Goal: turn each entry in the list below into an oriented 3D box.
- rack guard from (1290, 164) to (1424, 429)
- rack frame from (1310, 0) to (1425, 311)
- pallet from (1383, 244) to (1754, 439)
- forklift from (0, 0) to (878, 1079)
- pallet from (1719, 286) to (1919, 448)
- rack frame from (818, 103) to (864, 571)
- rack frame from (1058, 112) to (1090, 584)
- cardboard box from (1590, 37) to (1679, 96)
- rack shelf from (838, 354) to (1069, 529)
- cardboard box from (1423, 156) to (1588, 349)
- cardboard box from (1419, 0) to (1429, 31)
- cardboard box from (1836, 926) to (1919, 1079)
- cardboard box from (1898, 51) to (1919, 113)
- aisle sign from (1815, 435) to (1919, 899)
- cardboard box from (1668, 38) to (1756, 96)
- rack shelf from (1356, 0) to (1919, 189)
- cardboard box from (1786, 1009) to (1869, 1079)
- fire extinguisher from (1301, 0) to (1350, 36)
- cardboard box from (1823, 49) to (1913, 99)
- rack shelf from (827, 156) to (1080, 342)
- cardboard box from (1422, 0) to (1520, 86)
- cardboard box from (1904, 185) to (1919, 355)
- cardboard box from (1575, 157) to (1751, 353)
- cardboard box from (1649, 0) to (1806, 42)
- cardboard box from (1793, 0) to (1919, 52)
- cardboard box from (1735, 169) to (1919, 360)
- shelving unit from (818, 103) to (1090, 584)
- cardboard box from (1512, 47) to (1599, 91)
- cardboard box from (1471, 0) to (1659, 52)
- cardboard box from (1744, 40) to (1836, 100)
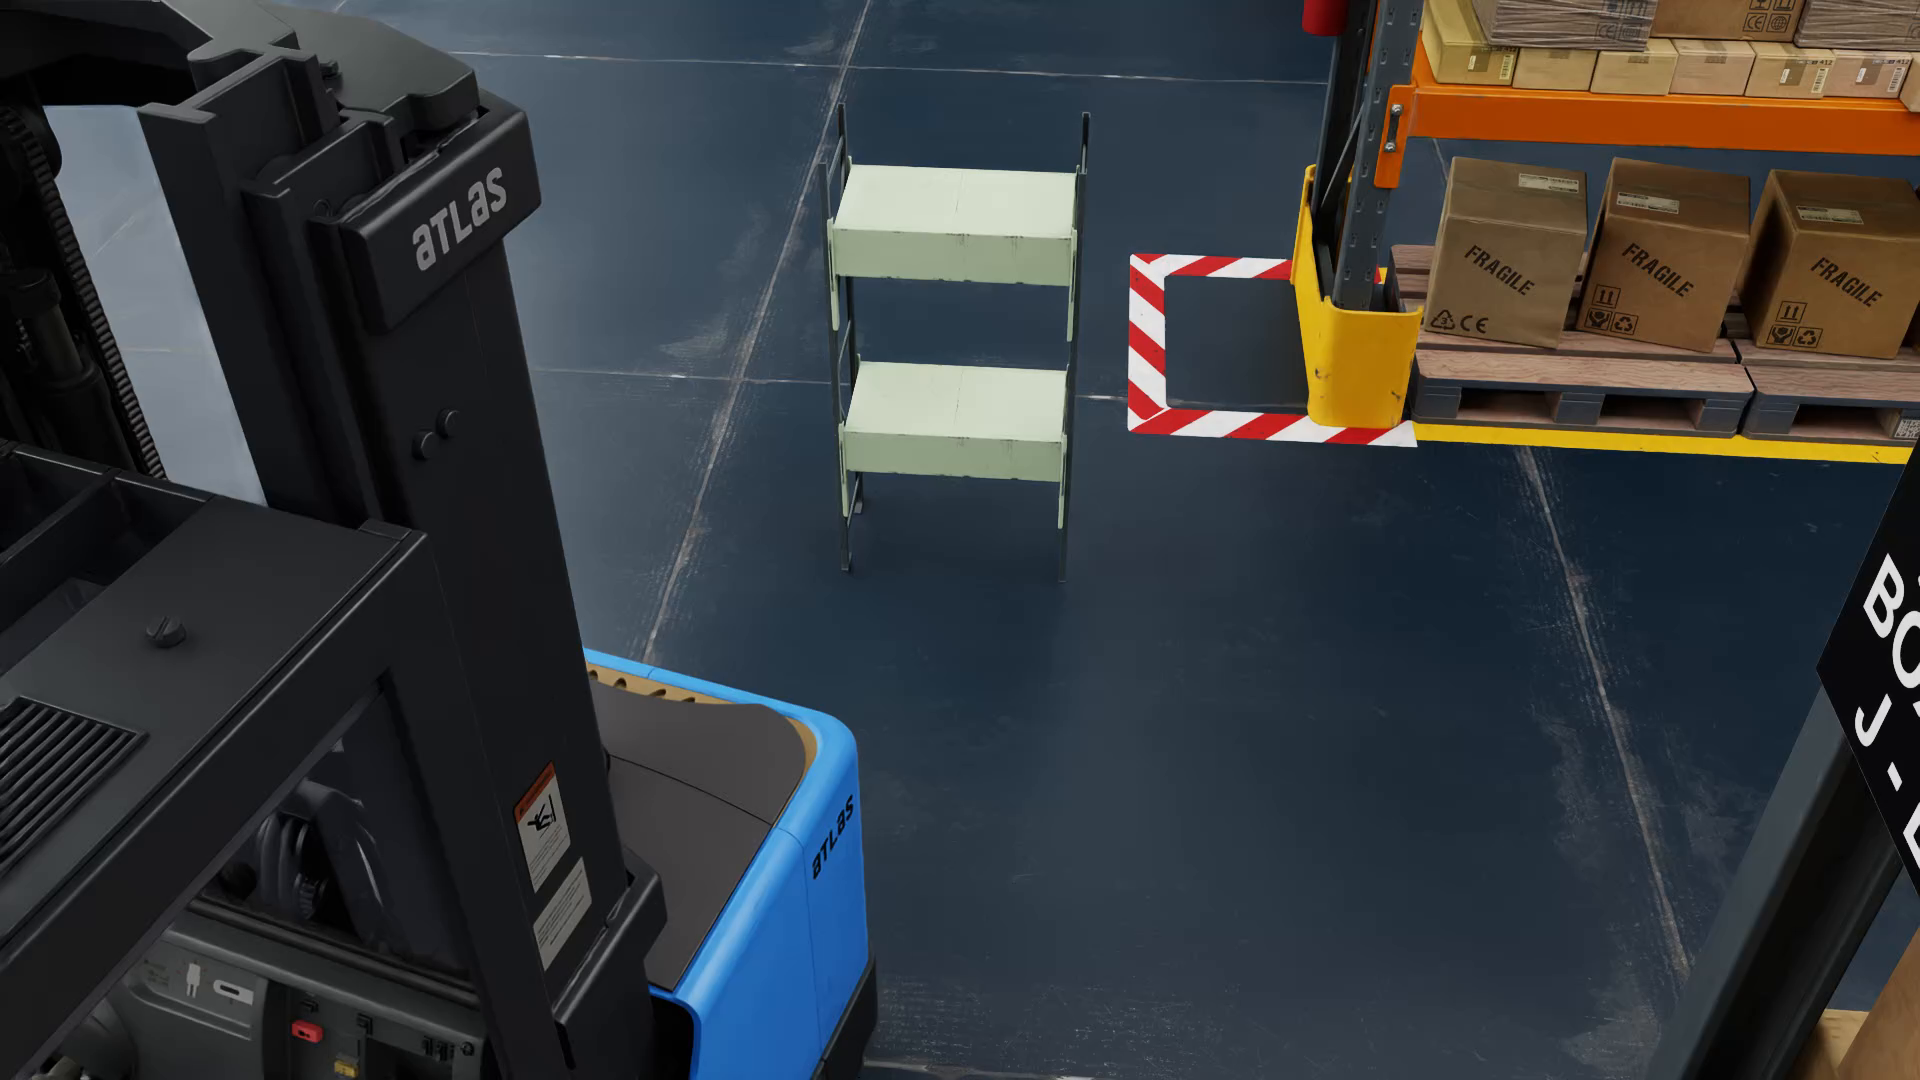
[{"bbox_3d":[1.545,-0.984,6.563,0.348,0.500,1.175,3,39,4],"label":"rack guard"},{"bbox_3d":[1.469,-1.958,5.779,0.127,3.000,1.000,3,39,4],"label":"rack frame"},{"bbox_3d":[2.351,-0.806,6.573,1.213,0.211,1.003,3,39,4],"label":"pallet"},{"bbox_3d":[-1.195,0.850,2.384,1.130,2.935,3.031,13,41,16],"label":"forklift"},{"bbox_3d":[3.563,-0.738,6.489,1.213,0.211,1.003,3,39,4],"label":"pallet"},{"bbox_3d":[-0.371,-0.602,5.301,0.023,1.500,0.400,3,39,4],"label":"rack frame"},{"bbox_3d":[0.358,-0.562,5.252,0.023,1.500,0.400,3,39,4],"label":"rack frame"},{"bbox_3d":[2.227,-1.646,5.596,0.250,0.149,0.380,3,39,4],"label":"cardboard box"},{"bbox_3d":[-0.007,-0.329,5.483,0.720,0.370,0.431,3,39,4],"label":"rack shelf"},{"bbox_3d":[2.090,-1.107,6.381,0.500,0.500,0.500,10,40,12],"label":"cardboard box"},{"bbox_3d":[1.771,-1.975,5.999,0.250,0.149,0.380,3,39,4],"label":"cardboard box"},{"bbox_3d":[1.307,0.723,1.511,0.550,0.550,0.875,3,39,4],"label":"cardboard box"},{"bbox_3d":[3.218,-1.552,5.480,0.250,0.149,0.380,3,39,4],"label":"cardboard box"},{"bbox_3d":[0.895,-0.045,1.370,0.004,0.787,0.394,3,39,4],"label":"aisle sign"},{"bbox_3d":[2.478,-1.646,5.595,0.250,0.149,0.380,3,39,4],"label":"cardboard box"},{"bbox_3d":[3.461,-1.570,5.873,4.000,0.370,1.077,3,39,4],"label":"rack shelf"},{"bbox_3d":[1.314,1.089,1.917,0.550,0.550,0.875,3,39,4],"label":"cardboard box"},{"bbox_3d":[1.395,-2.224,6.168,0.183,0.674,0.296,3,39,4],"label":"fire extinguisher"},{"bbox_3d":[2.978,-1.631,5.577,0.250,0.149,0.380,3,39,4],"label":"cardboard box"},{"bbox_3d":[-0.007,-0.885,5.031,0.720,0.370,0.431,3,39,4],"label":"rack shelf"},{"bbox_3d":[1.732,-1.695,5.655,0.250,0.149,0.380,3,39,4],"label":"cardboard box"},{"bbox_3d":[3.862,-0.991,6.239,0.500,0.500,0.500,0,39,0],"label":"cardboard box"},{"bbox_3d":[2.688,-1.096,6.368,0.500,0.500,0.500,13,41,15],"label":"cardboard box"},{"bbox_3d":[2.523,-2.113,5.655,0.500,0.500,0.875,3,39,4],"label":"cardboard box"},{"bbox_3d":[3.017,-2.059,5.588,0.500,0.500,0.875,3,39,4],"label":"cardboard box"},{"bbox_3d":[3.310,-1.050,6.311,0.500,0.500,0.500,7,40,8],"label":"cardboard box"},{"bbox_3d":[-0.007,-0.582,5.277,0.755,1.500,0.431,3,39,4],"label":"shelving unit"},{"bbox_3d":[1.980,-1.669,5.624,0.250,0.149,0.380,3,39,4],"label":"cardboard box"},{"bbox_3d":[2.014,-2.065,5.596,0.500,0.500,0.875,3,39,4],"label":"cardboard box"},{"bbox_3d":[2.727,-1.628,5.573,0.250,0.149,0.380,3,39,4],"label":"cardboard box"}]
